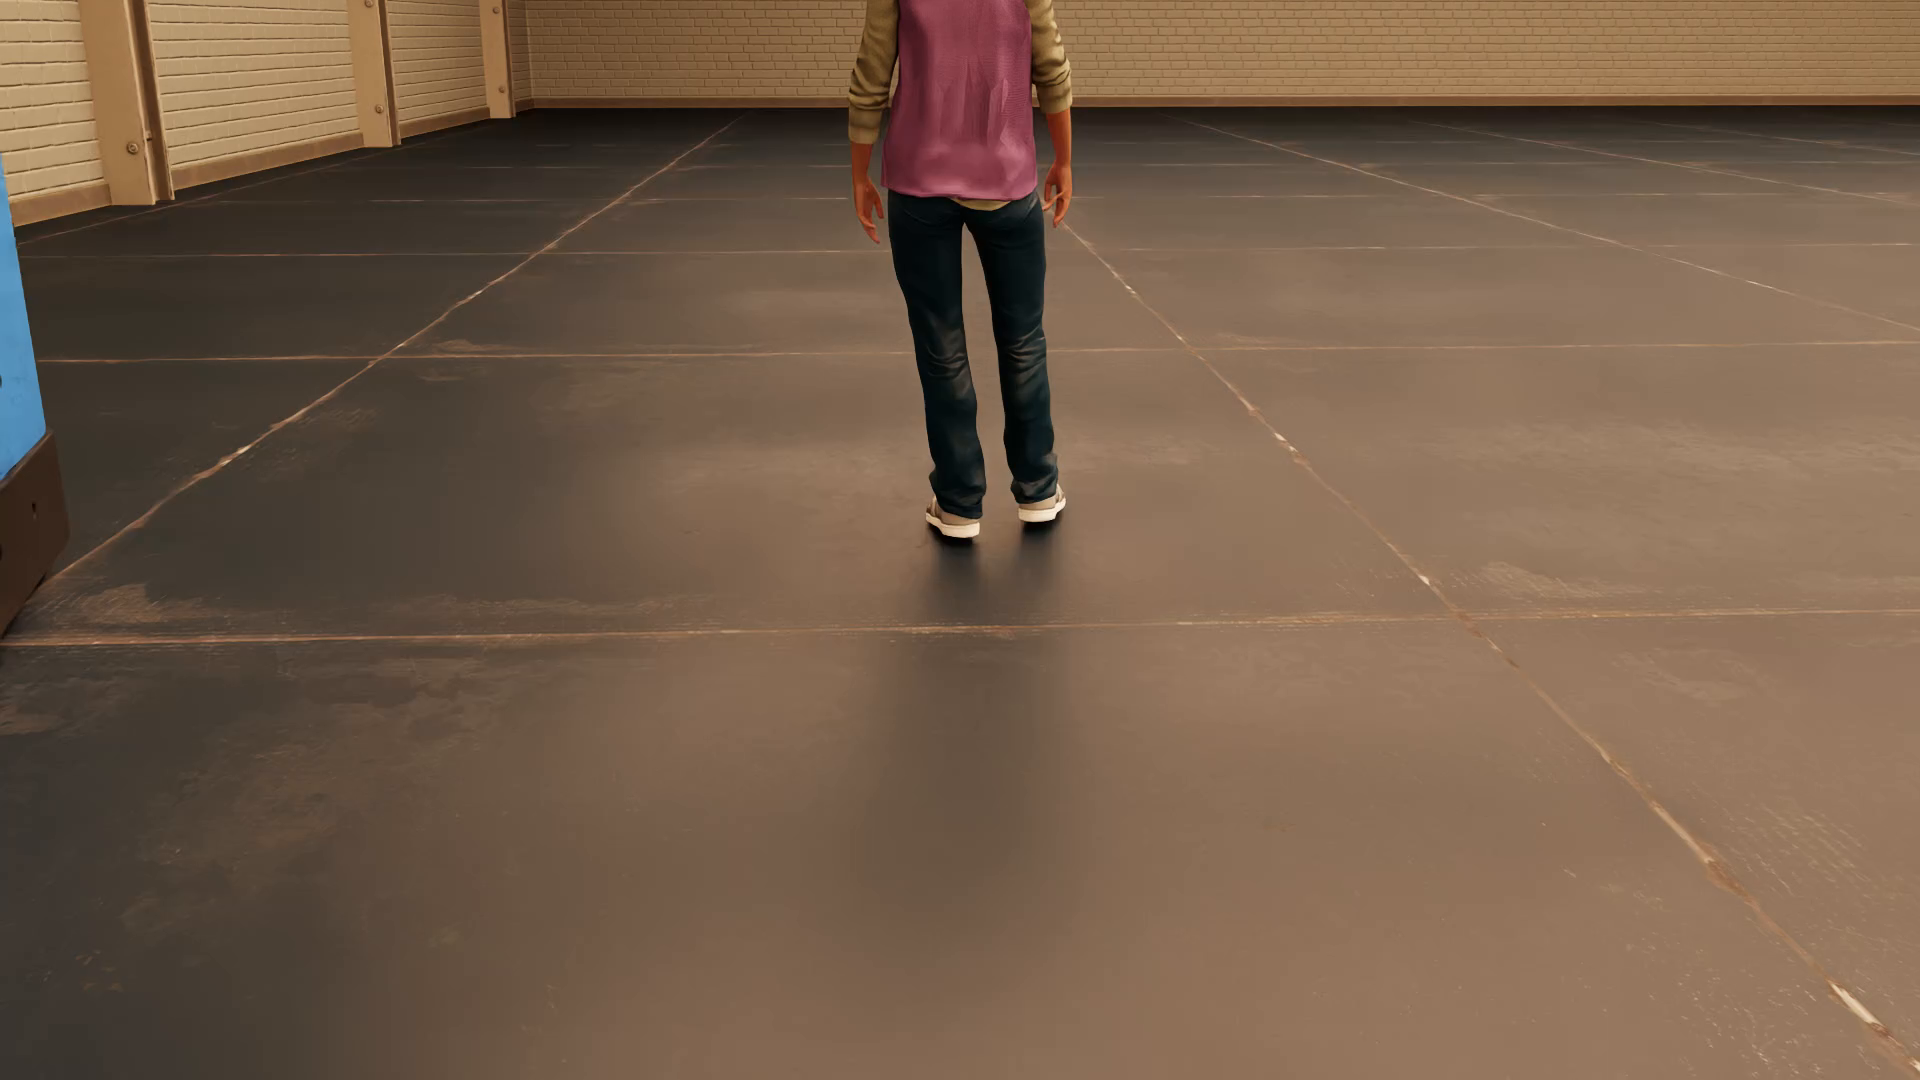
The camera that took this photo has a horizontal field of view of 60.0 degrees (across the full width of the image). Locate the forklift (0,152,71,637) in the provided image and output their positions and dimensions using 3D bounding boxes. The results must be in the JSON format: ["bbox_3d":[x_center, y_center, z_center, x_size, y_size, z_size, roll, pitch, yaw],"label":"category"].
[{"bbox_3d":[-3.297,-1.089,2.468,3.031,2.935,1.130,-5,18,-16],"label":"forklift"}]

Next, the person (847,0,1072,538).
[{"bbox_3d":[0.010,-0.793,3.754,0.520,1.599,0.473,-1,17,-3],"label":"person"}]
